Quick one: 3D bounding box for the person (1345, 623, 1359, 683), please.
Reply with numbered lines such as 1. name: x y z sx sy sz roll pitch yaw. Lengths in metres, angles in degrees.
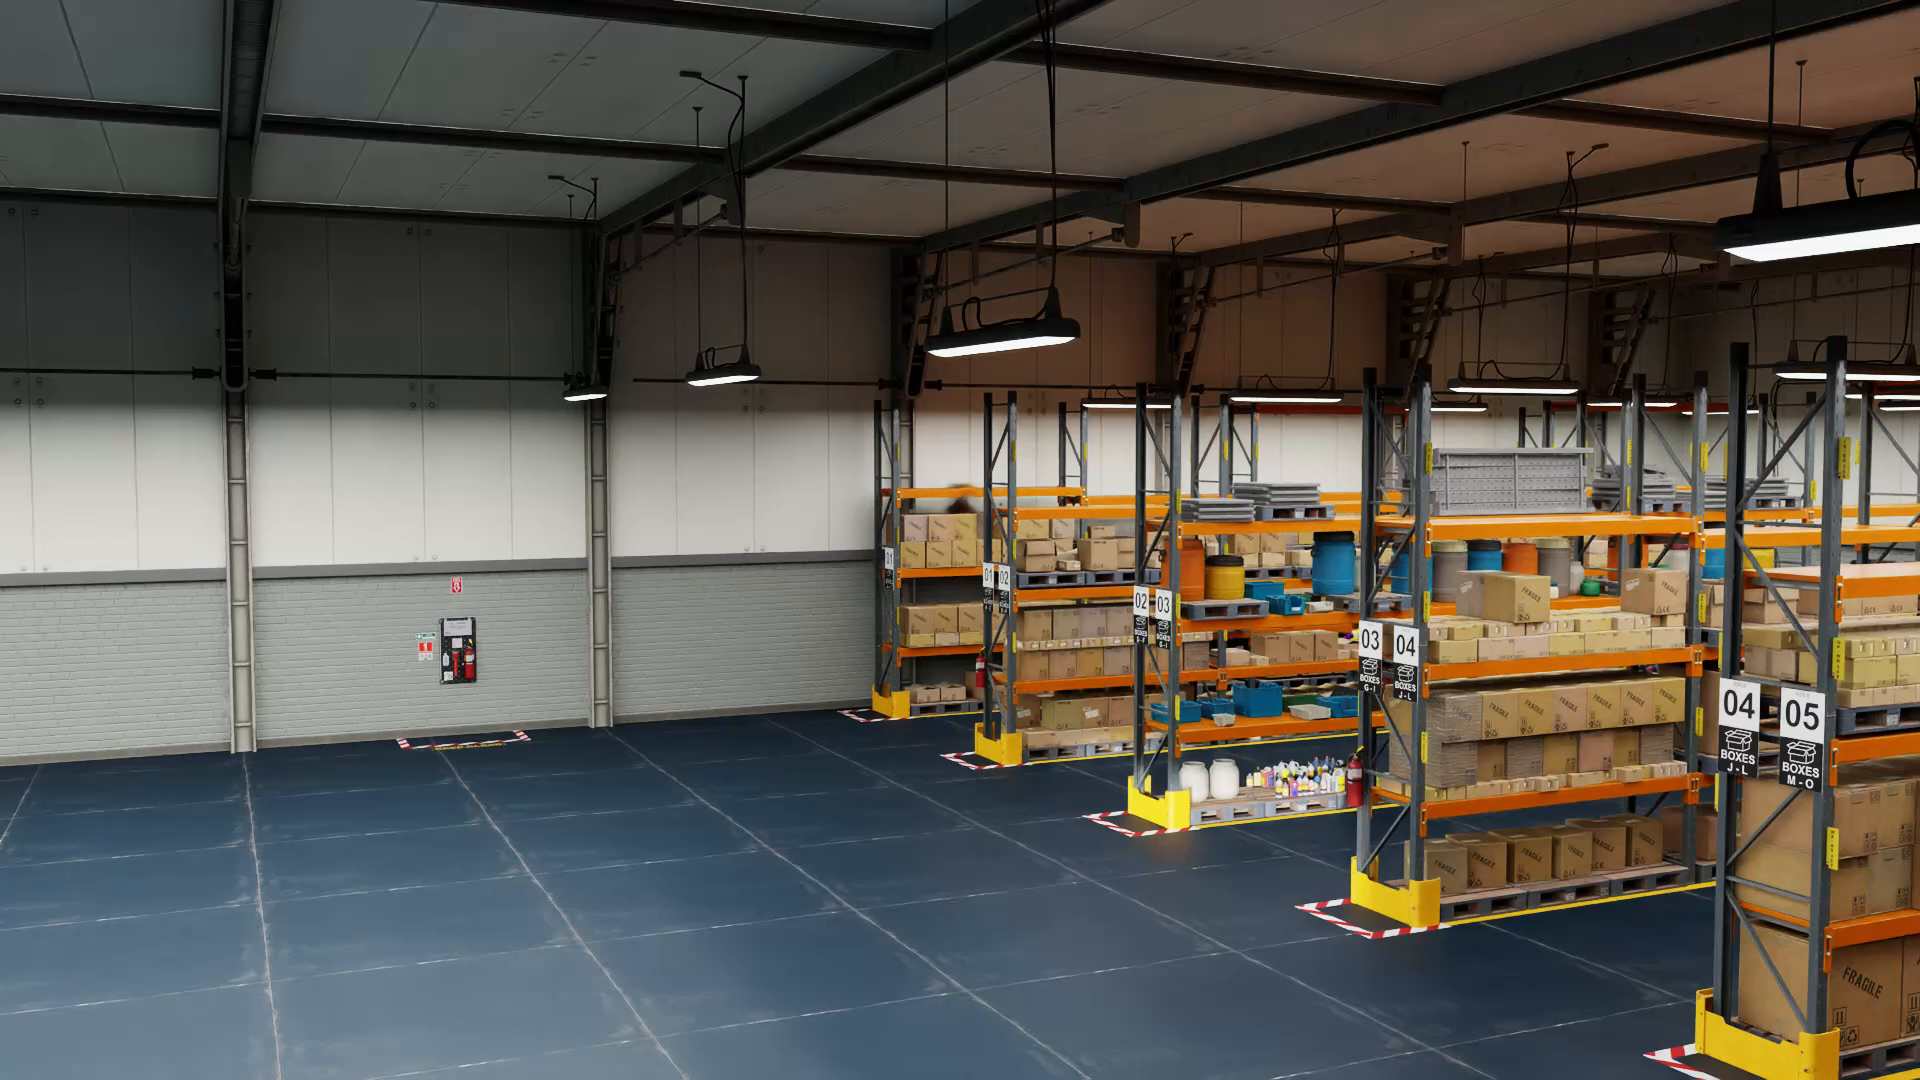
1. person: 7.765 2.365 32.706 0.650 1.767 0.392 -1 4 -22
